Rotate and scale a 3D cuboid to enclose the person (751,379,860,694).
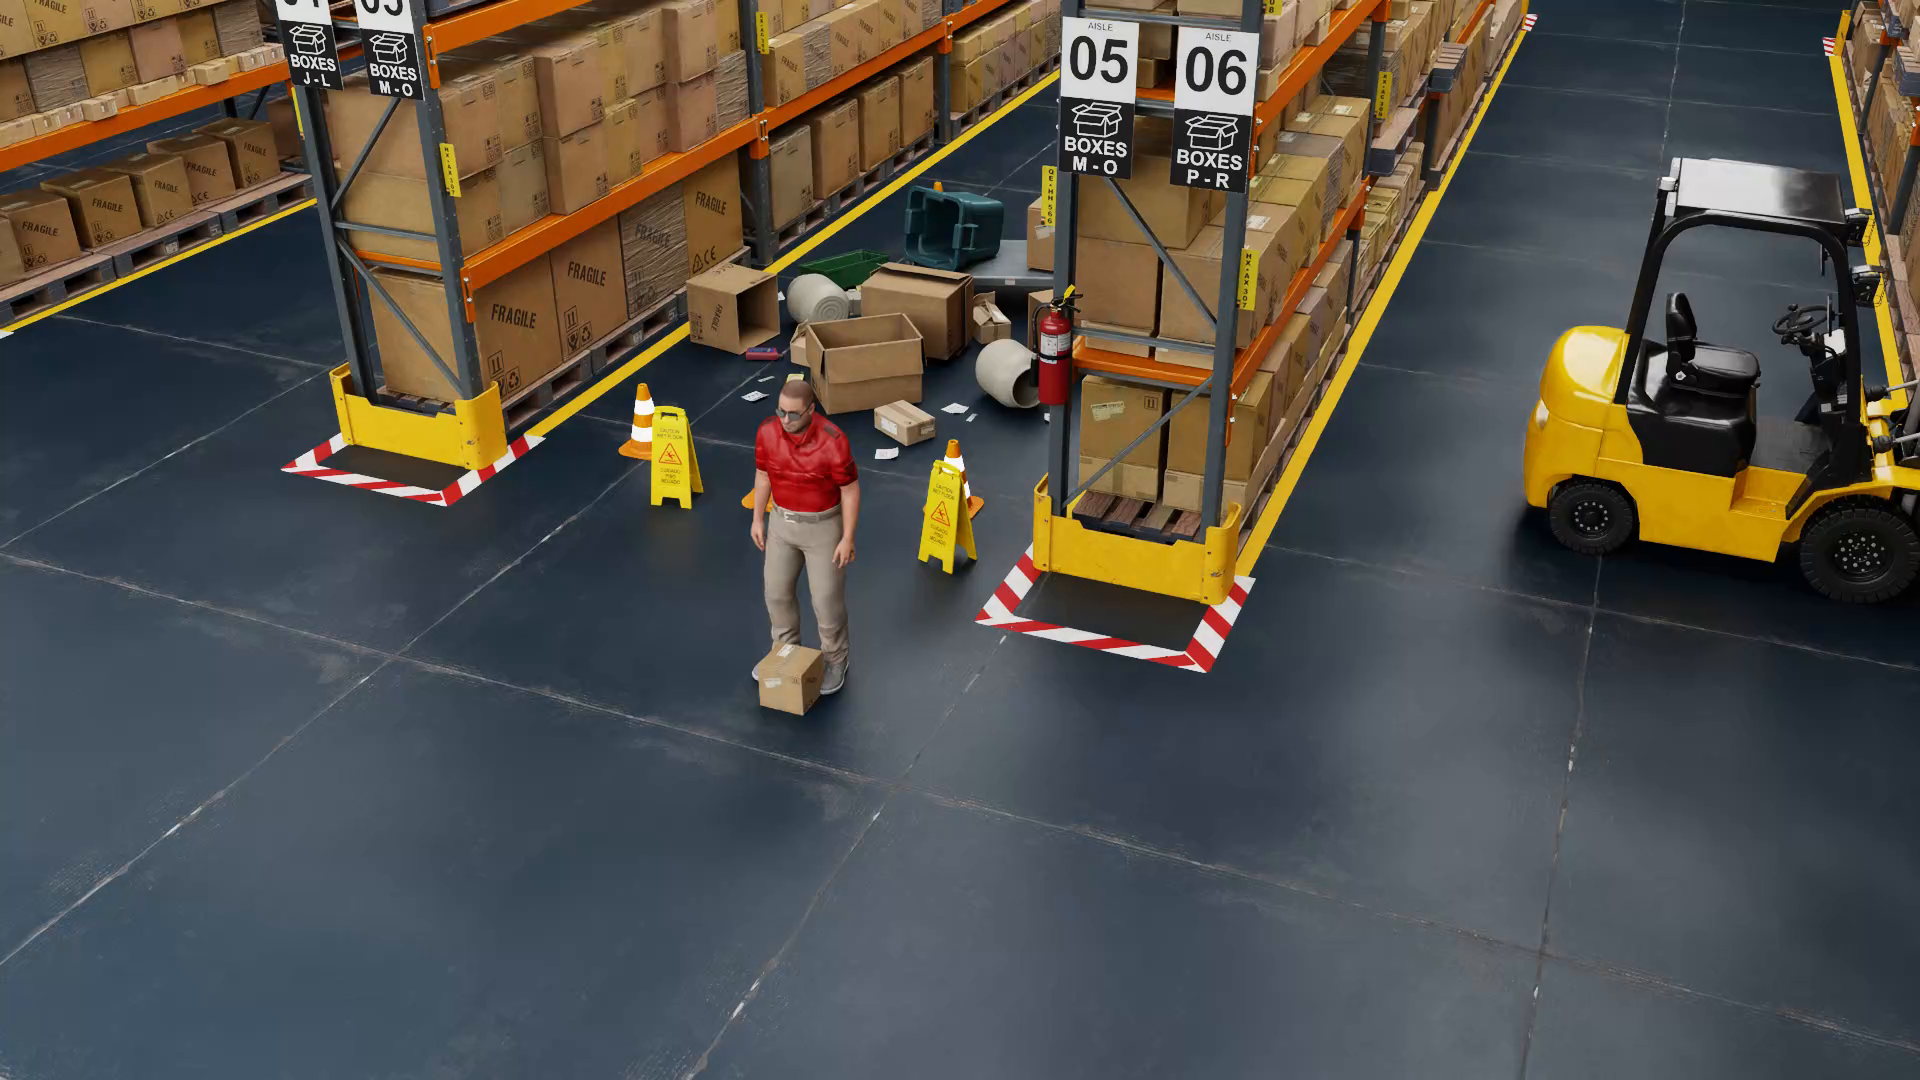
[{"bbox_3d":[-0.793,-0.043,8.489,0.586,1.726,0.396,11,31,19],"label":"person"}]
